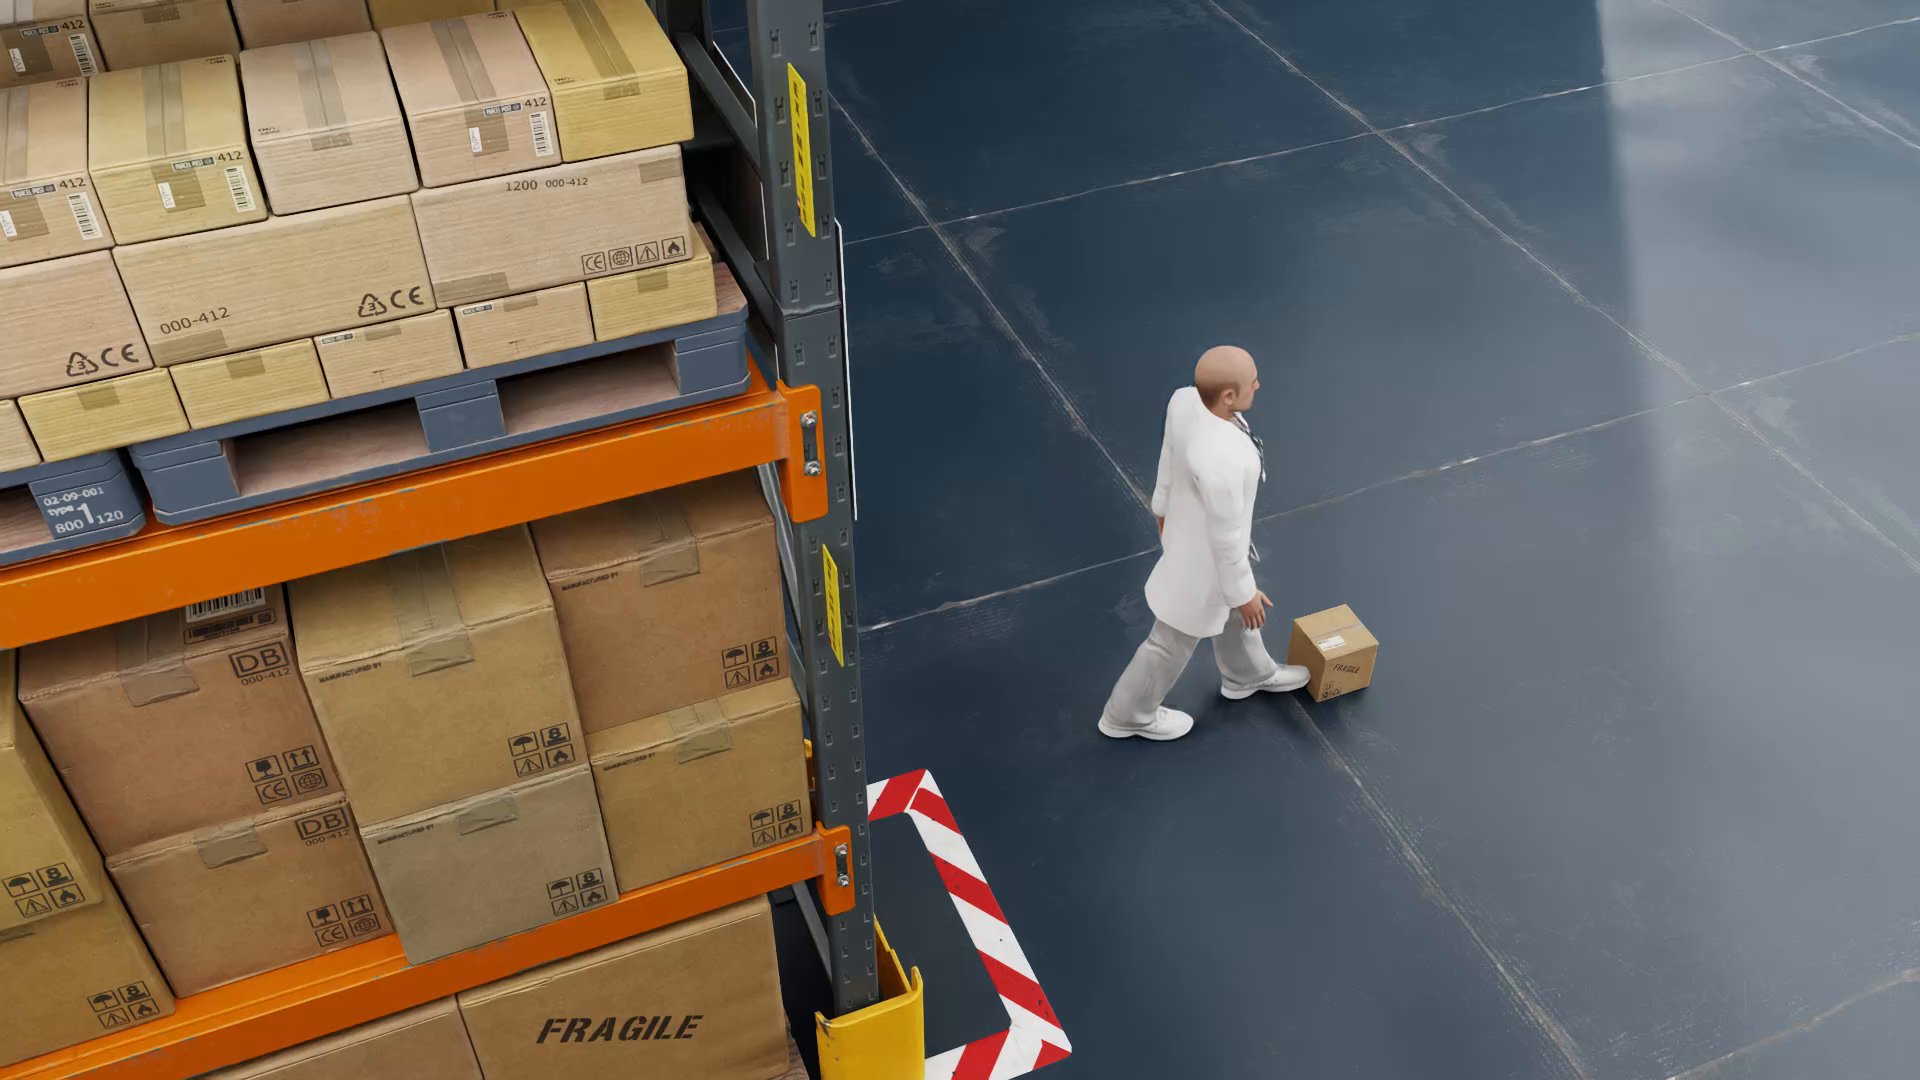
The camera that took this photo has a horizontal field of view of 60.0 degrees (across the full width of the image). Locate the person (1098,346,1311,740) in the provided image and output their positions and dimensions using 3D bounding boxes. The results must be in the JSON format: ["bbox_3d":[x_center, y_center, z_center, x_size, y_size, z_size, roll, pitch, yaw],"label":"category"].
[{"bbox_3d":[0.992,0.038,6.116,0.898,1.758,0.628,-3,41,-3],"label":"person"}]
